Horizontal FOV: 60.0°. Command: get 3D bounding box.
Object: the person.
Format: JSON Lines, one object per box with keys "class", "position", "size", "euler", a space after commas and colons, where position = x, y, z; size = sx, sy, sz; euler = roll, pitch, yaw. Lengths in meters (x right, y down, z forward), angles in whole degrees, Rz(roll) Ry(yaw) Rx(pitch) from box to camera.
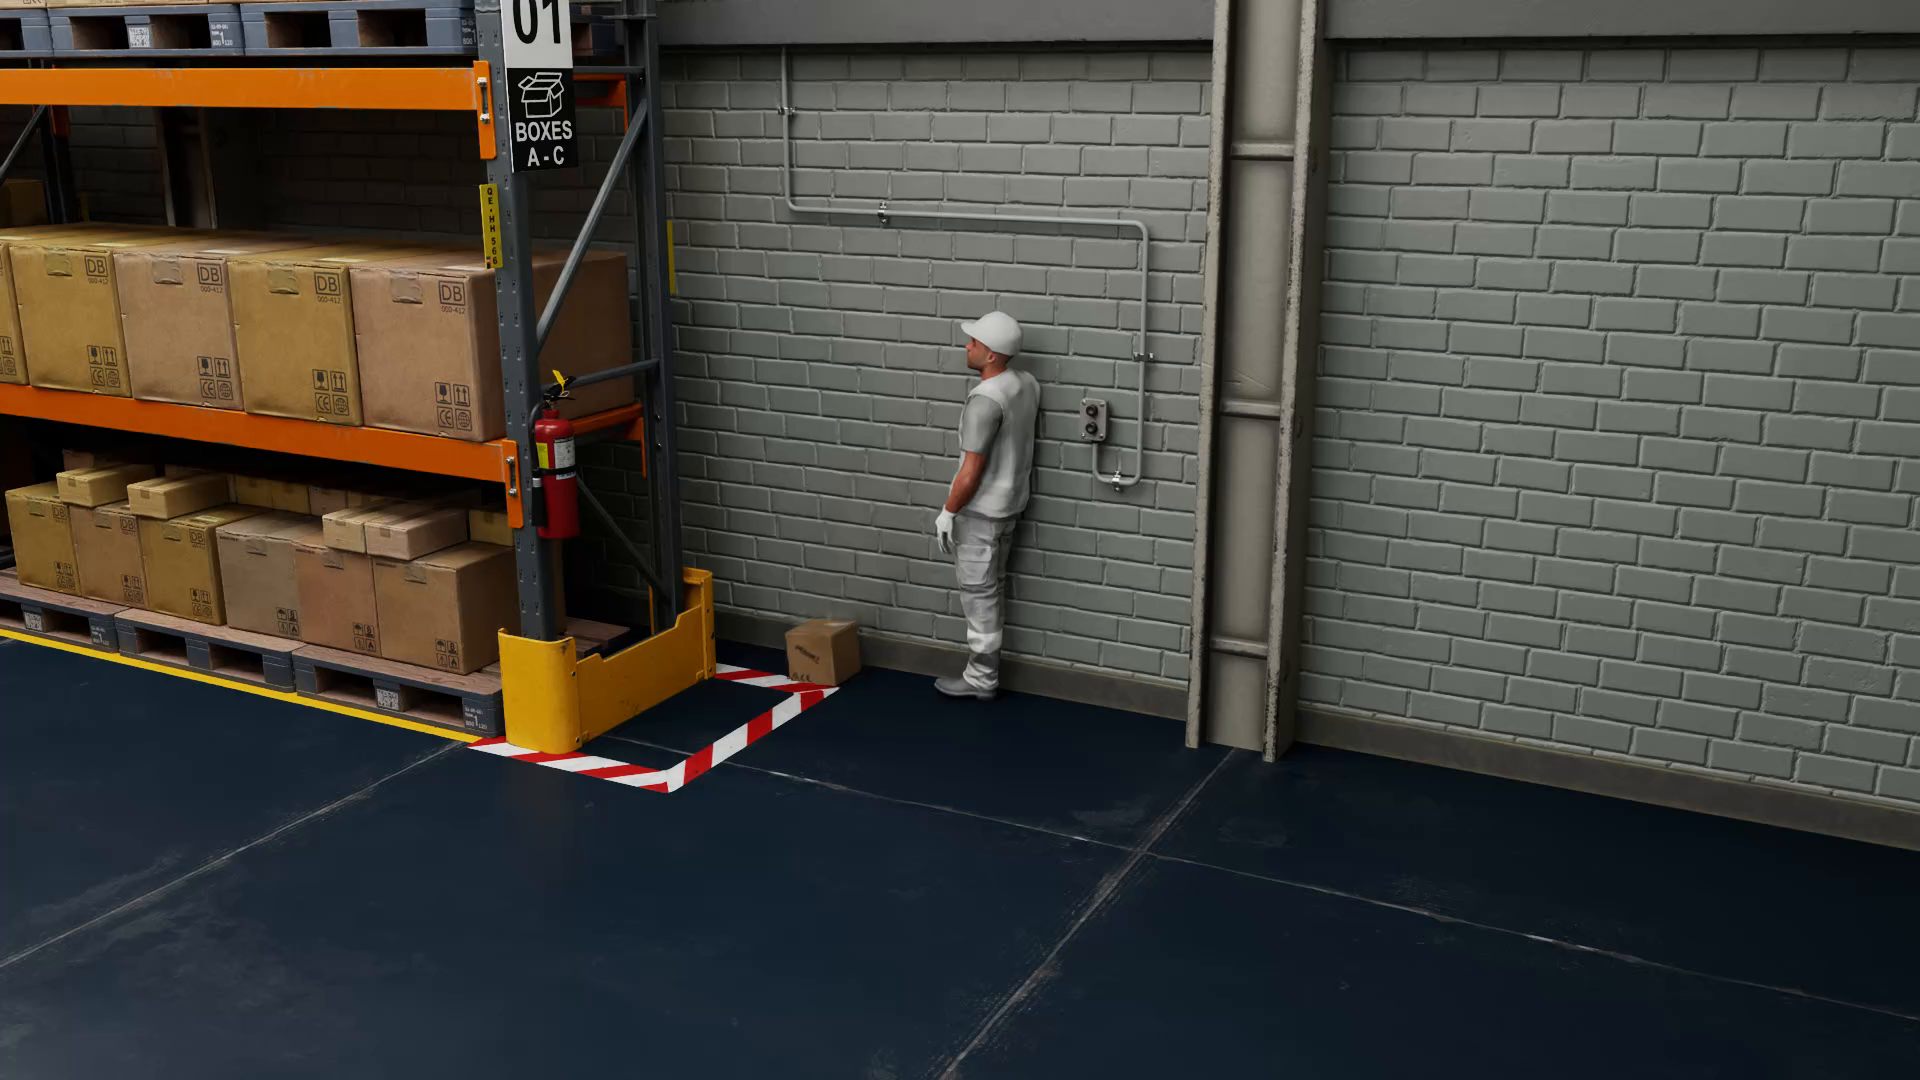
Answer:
{"class": "person", "position": [0.052, -0.150, 7.485], "size": [0.566, 1.788, 0.620], "euler": [8, 17, 26]}
